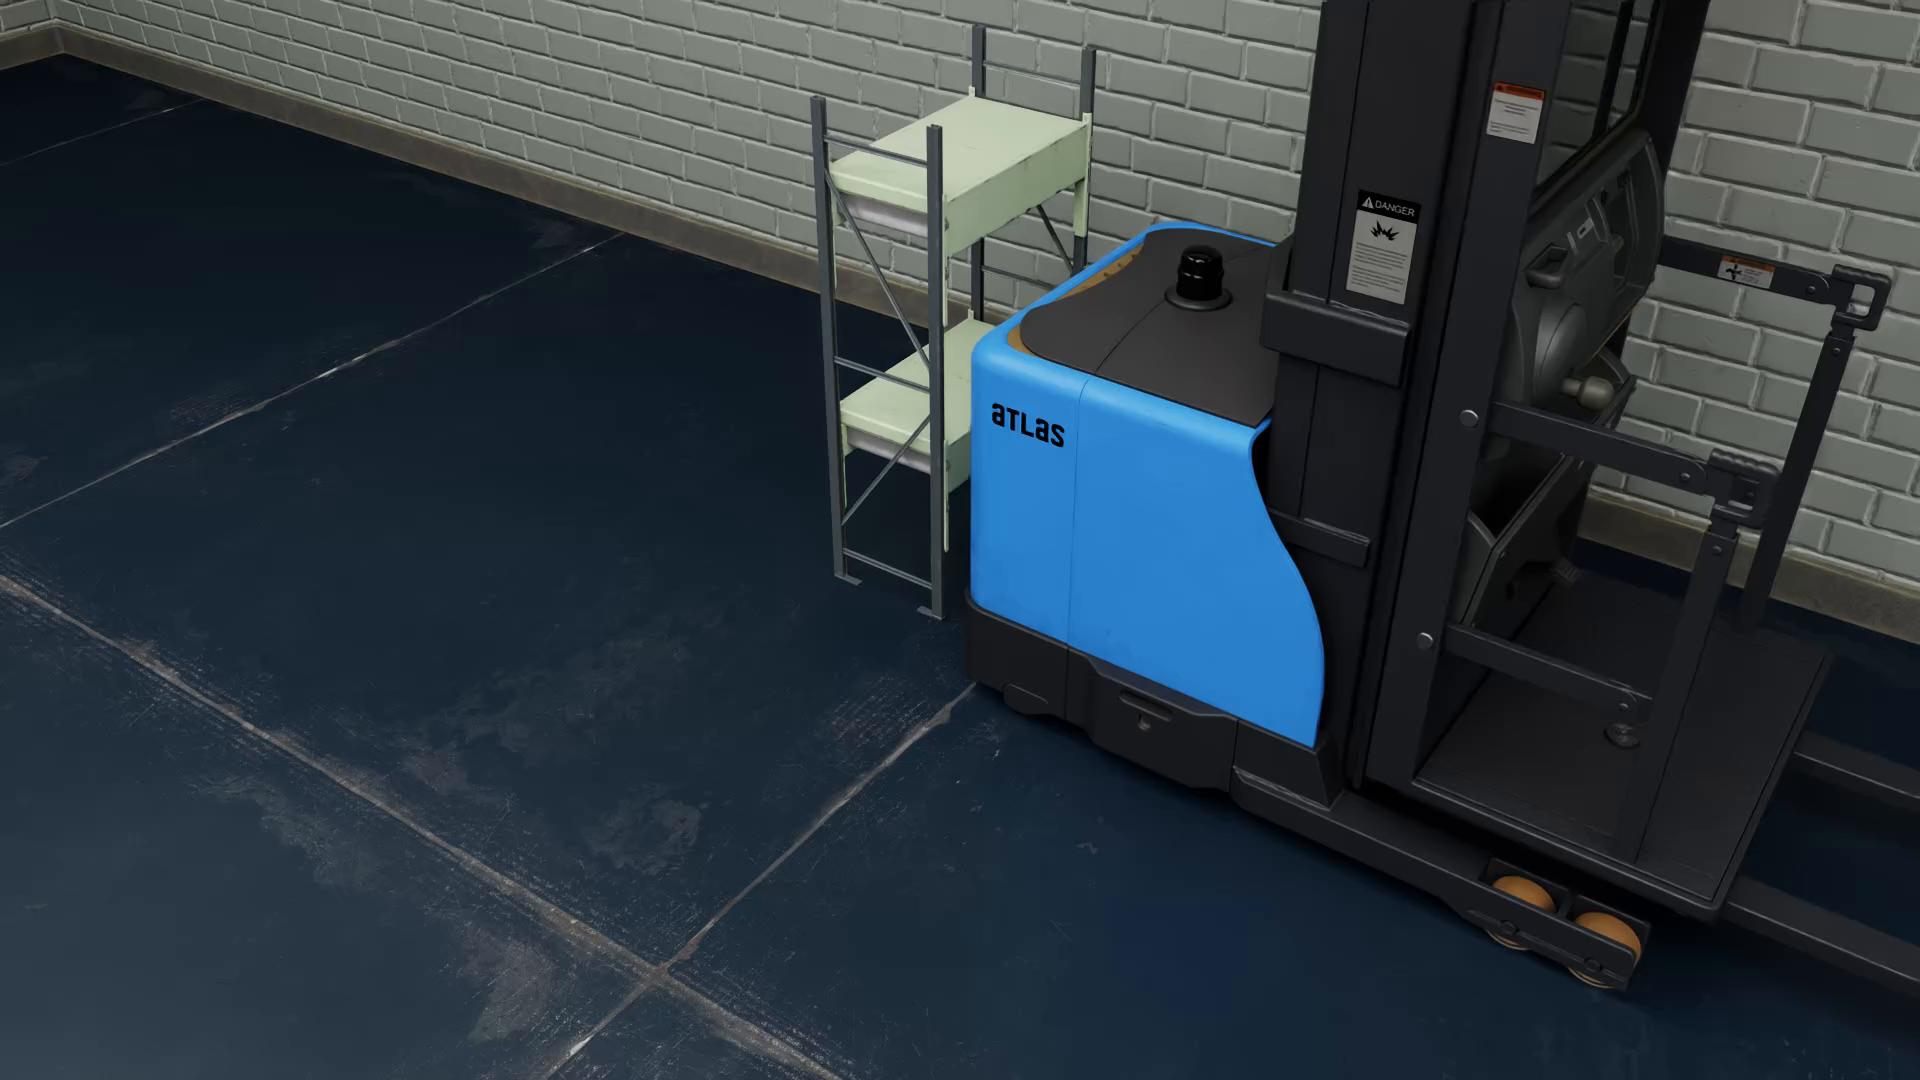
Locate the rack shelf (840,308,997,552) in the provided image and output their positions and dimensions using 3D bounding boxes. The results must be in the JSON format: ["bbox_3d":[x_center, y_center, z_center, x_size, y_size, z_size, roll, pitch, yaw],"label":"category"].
[{"bbox_3d":[-0.004,-0.348,5.008,0.431,0.370,0.720,21,39,28],"label":"rack shelf"}]

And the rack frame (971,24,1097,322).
[{"bbox_3d":[0.205,-0.787,5.074,0.400,1.500,0.023,21,39,28],"label":"rack frame"}]

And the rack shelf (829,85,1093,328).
[{"bbox_3d":[-0.004,-0.941,4.607,0.431,0.370,0.720,21,39,28],"label":"rack shelf"}]

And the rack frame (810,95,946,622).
[{"bbox_3d":[-0.212,-0.450,4.576,0.400,1.500,0.023,21,39,28],"label":"rack frame"}]

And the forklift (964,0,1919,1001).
[{"bbox_3d":[1.507,-0.545,3.439,3.031,2.935,1.130,22,40,29],"label":"forklift"}]

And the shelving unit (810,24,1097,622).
[{"bbox_3d":[-0.004,-0.618,4.825,0.431,1.500,0.755,21,39,28],"label":"shelving unit"}]
